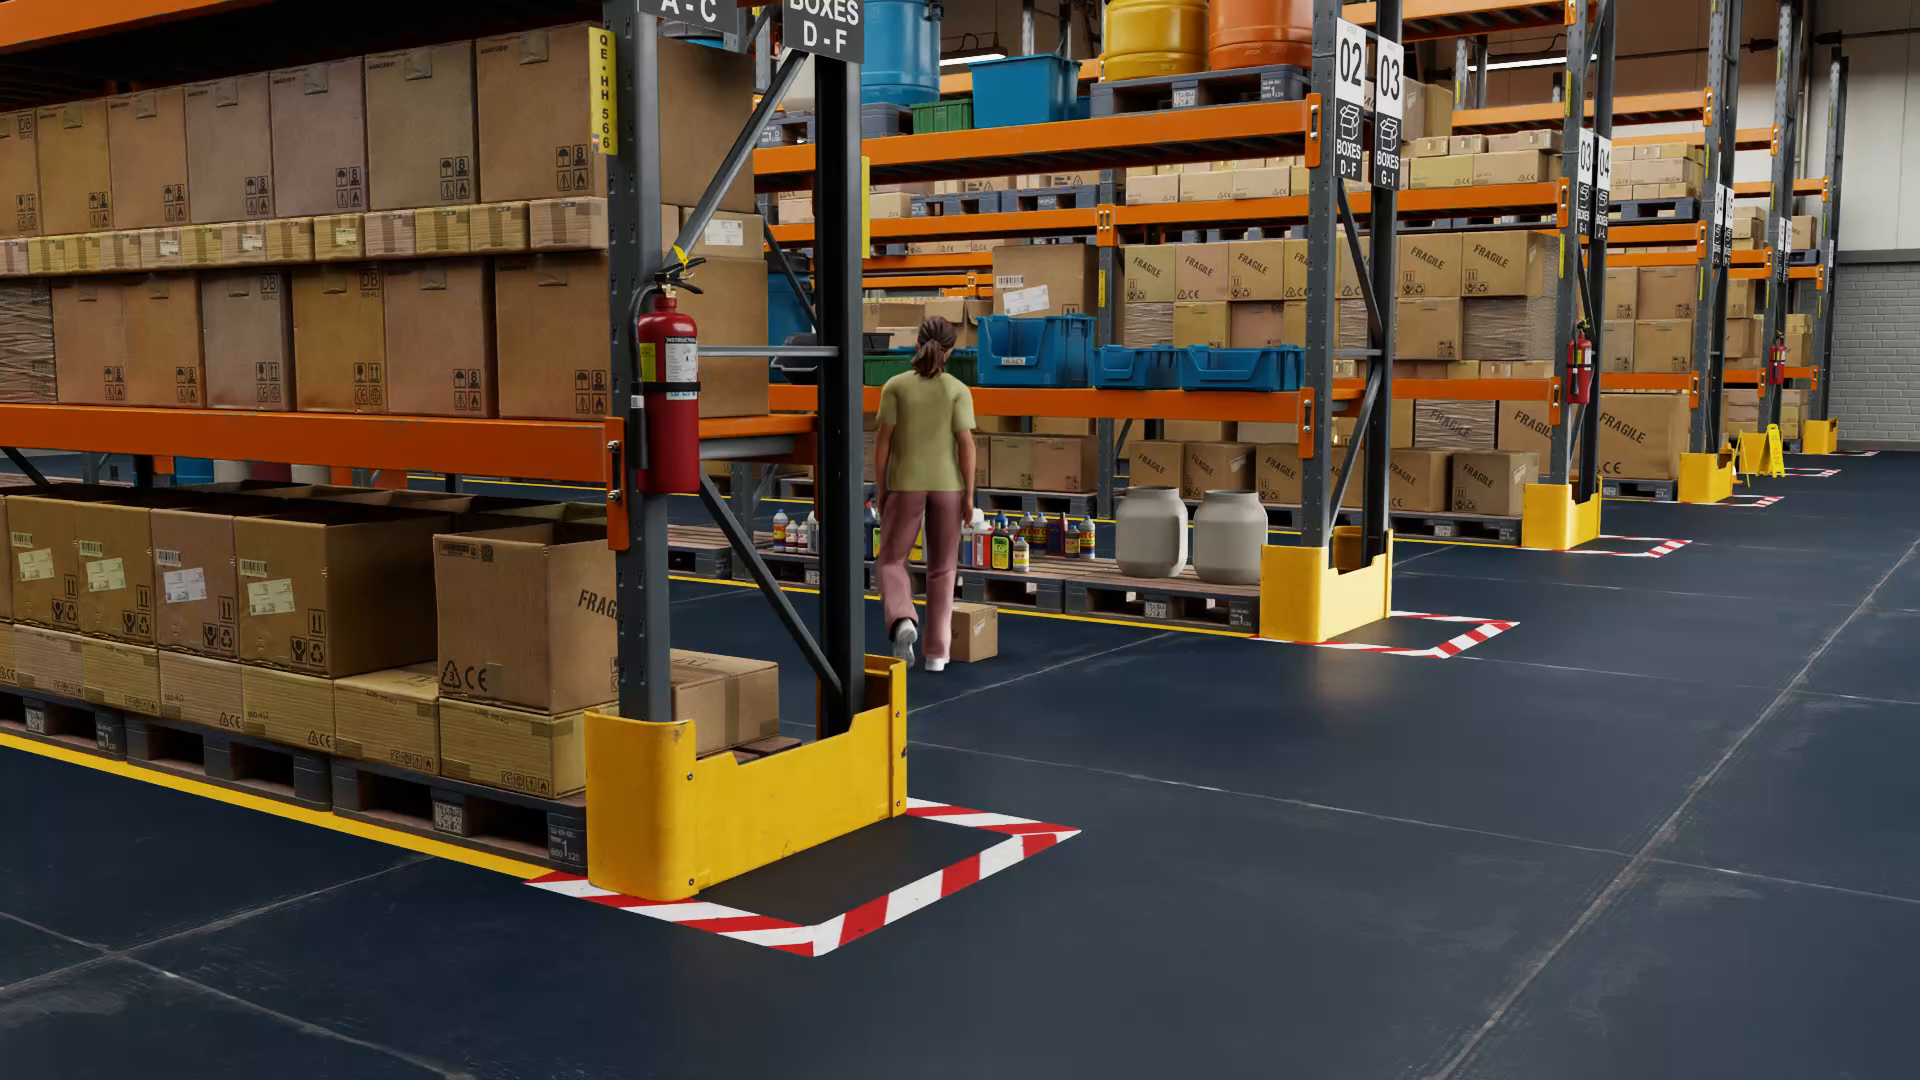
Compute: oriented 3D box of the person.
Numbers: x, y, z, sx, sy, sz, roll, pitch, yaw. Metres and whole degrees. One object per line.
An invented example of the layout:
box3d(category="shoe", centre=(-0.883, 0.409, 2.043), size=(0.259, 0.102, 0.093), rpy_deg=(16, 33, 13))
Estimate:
box3d(category="person", centre=(-0.160, -0.196, 7.651), size=(0.467, 1.661, 0.755), rpy_deg=(0, 6, -1))
